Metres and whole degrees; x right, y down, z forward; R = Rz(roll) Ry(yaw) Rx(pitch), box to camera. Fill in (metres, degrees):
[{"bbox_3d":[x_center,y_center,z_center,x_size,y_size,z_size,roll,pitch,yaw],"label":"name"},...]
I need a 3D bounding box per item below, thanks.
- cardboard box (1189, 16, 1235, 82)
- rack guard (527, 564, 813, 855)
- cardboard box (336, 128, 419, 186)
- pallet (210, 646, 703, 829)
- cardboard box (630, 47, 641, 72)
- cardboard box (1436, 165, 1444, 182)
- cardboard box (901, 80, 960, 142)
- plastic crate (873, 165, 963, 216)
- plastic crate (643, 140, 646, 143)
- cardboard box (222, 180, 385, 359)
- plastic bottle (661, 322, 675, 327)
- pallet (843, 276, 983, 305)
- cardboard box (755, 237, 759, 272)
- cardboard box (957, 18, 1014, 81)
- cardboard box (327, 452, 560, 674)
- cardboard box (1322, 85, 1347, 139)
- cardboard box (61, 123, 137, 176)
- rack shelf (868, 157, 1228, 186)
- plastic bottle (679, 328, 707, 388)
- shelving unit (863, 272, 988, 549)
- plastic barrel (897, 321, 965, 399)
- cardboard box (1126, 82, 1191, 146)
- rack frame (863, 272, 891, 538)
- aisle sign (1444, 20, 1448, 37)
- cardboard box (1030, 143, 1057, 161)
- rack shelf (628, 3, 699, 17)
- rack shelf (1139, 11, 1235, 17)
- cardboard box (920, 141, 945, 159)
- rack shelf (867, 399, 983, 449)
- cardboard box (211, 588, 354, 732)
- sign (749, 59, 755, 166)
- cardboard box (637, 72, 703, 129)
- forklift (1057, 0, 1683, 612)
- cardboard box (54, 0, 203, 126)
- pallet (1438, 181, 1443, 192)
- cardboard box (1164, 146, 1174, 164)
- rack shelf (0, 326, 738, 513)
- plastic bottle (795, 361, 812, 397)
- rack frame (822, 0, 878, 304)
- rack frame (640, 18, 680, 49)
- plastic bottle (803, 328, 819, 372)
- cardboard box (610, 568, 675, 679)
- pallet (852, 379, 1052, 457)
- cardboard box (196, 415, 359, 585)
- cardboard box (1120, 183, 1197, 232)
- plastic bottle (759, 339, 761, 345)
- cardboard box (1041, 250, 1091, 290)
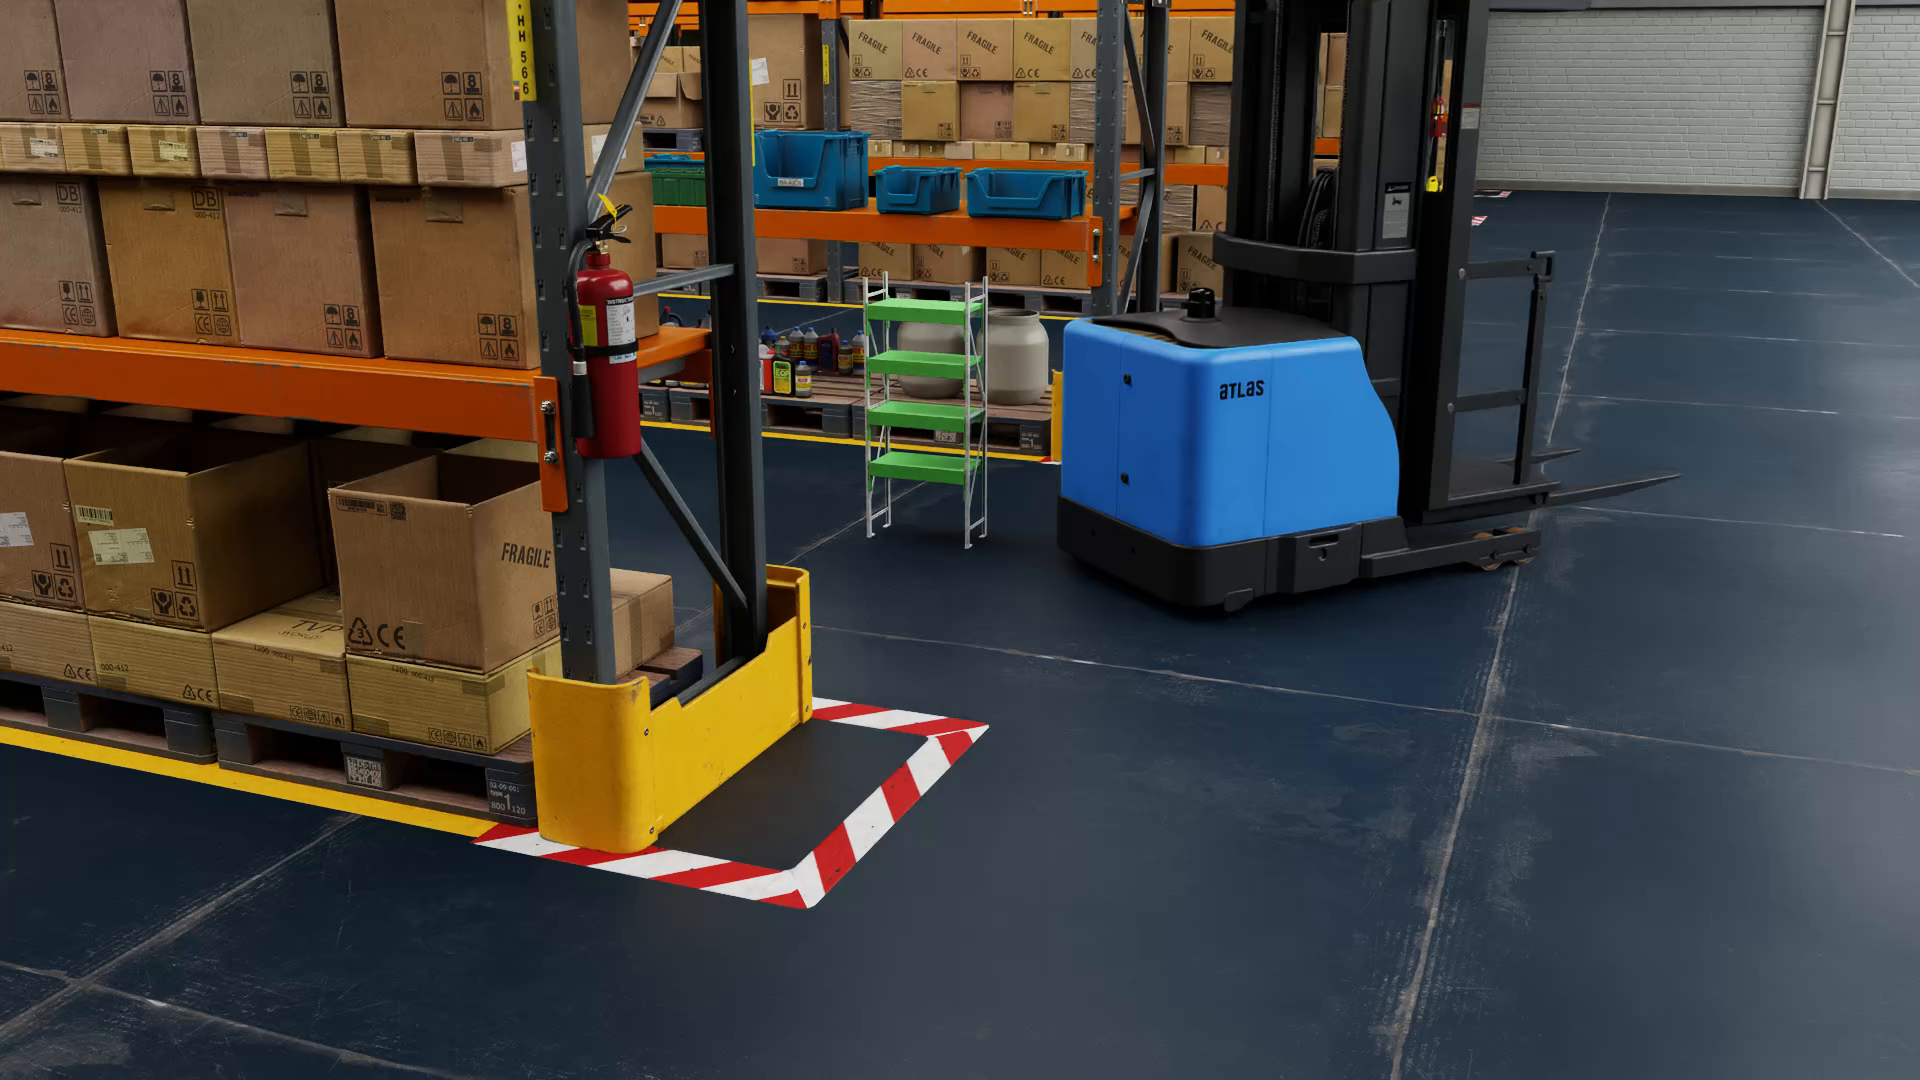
[{"bbox_3d":[2.159,-3.960,13.427,0.500,0.500,0.500,6,17,21],"label":"cardboard box"},{"bbox_3d":[-0.854,0.475,5.140,0.348,0.500,1.175,6,17,21],"label":"rack guard"},{"bbox_3d":[-1.546,-1.103,4.751,0.250,0.149,0.380,7,18,22],"label":"cardboard box"},{"bbox_3d":[-1.604,0.544,5.421,1.213,0.211,1.003,6,17,21],"label":"pallet"},{"bbox_3d":[-5.306,-7.599,26.497,0.500,0.500,0.500,6,17,20],"label":"cardboard box"},{"bbox_3d":[7.662,-6.002,27.146,0.500,0.250,0.500,6,17,21],"label":"cardboard box"},{"bbox_3d":[-0.111,-3.774,14.582,0.500,0.500,0.875,6,17,21],"label":"cardboard box"},{"bbox_3d":[-0.233,-1.982,9.388,0.408,0.251,0.499,6,17,21],"label":"plastic crate"},{"bbox_3d":[-2.337,-2.305,10.344,0.504,0.338,0.767,6,17,21],"label":"plastic crate"},{"bbox_3d":[-1.797,-0.879,5.143,0.500,0.500,0.700,7,18,22],"label":"cardboard box"},{"bbox_3d":[-1.924,-1.273,10.774,0.135,0.276,0.152,6,17,21],"label":"plastic bottle"},{"bbox_3d":[-0.322,-2.307,15.242,1.213,0.211,1.003,6,17,21],"label":"pallet"},{"bbox_3d":[-1.960,-2.839,15.766,0.500,0.500,0.700,6,17,20],"label":"cardboard box"},{"bbox_3d":[0.296,-4.163,14.126,0.500,0.500,0.500,6,17,21],"label":"cardboard box"},{"bbox_3d":[-1.485,0.053,4.944,0.500,0.500,0.500,6,17,21],"label":"cardboard box"},{"bbox_3d":[4.314,-4.671,18.114,0.550,0.550,0.875,6,17,21],"label":"cardboard box"},{"bbox_3d":[-2.507,-1.209,5.115,0.250,0.149,0.380,7,18,22],"label":"cardboard box"},{"bbox_3d":[0.901,-3.156,14.454,4.000,0.370,1.077,6,17,21],"label":"rack shelf"},{"bbox_3d":[-1.607,-1.107,10.070,0.185,0.351,0.144,6,17,20],"label":"plastic bottle"},{"bbox_3d":[-0.154,-0.593,7.565,0.503,1.200,0.258,6,17,21],"label":"shelving unit"},{"bbox_3d":[-0.162,-1.118,9.853,0.421,0.512,0.421,0,16,0],"label":"plastic barrel"},{"bbox_3d":[1.751,-3.571,13.881,0.500,0.500,0.875,6,17,21],"label":"cardboard box"},{"bbox_3d":[-0.381,-0.618,7.651,0.015,1.200,0.240,6,17,21],"label":"rack frame"},{"bbox_3d":[6.569,-7.189,22.395,0.004,0.787,0.394,6,17,21],"label":"aisle sign"},{"bbox_3d":[0.780,-3.321,14.185,0.250,0.149,0.380,6,17,21],"label":"cardboard box"},{"bbox_3d":[-4.627,-6.691,21.250,4.000,0.370,1.077,6,17,21],"label":"rack shelf"},{"bbox_3d":[4.537,-7.166,22.889,4.000,0.370,1.077,6,17,21],"label":"rack shelf"},{"bbox_3d":[-0.163,-3.415,14.506,0.250,0.149,0.380,6,17,21],"label":"cardboard box"},{"bbox_3d":[-0.154,-0.532,7.583,0.480,0.148,0.258,6,17,21],"label":"rack shelf"},{"bbox_3d":[-1.954,0.365,5.216,0.500,0.250,0.500,6,17,21],"label":"cardboard box"},{"bbox_3d":[-0.668,-1.325,5.162,0.005,0.325,0.100,6,17,21],"label":"sign"},{"bbox_3d":[-2.606,-4.110,15.514,0.637,0.503,0.797,8,18,26],"label":"cardboard box"},{"bbox_3d":[1.972,-1.393,7.215,3.031,2.935,1.130,-8,18,-27],"label":"forklift"},{"bbox_3d":[-2.316,-1.559,5.157,0.500,0.500,0.700,6,17,21],"label":"cardboard box"},{"bbox_3d":[7.489,-5.883,27.559,1.213,0.211,1.003,6,17,21],"label":"pallet"},{"bbox_3d":[1.710,-3.219,13.833,0.250,0.149,0.380,6,17,21],"label":"cardboard box"},{"bbox_3d":[-2.737,-0.587,5.605,4.000,0.370,1.077,6,17,21],"label":"rack shelf"},{"bbox_3d":[-0.925,-0.954,9.808,0.097,0.201,0.097,0,16,0],"label":"plastic bottle"},{"bbox_3d":[-0.960,-3.706,15.058,0.127,3.000,1.000,6,17,21],"label":"rack frame"},{"bbox_3d":[-4.765,-7.094,26.731,0.127,3.000,1.000,6,17,21],"label":"rack frame"},{"bbox_3d":[-0.947,-1.214,10.581,0.097,0.271,0.097,0,16,0],"label":"plastic bottle"},{"bbox_3d":[-1.294,0.279,5.513,0.500,0.250,0.500,6,17,21],"label":"cardboard box"},{"bbox_3d":[0.102,-0.753,9.889,1.213,0.211,1.003,6,17,21],"label":"pallet"},{"bbox_3d":[-2.230,-0.180,5.747,0.500,0.500,0.500,6,17,21],"label":"cardboard box"},{"bbox_3d":[2.354,-3.989,19.093,0.875,0.875,0.875,6,17,21],"label":"cardboard box"},{"bbox_3d":[-1.323,-1.222,10.734,0.097,0.201,0.097,0,16,0],"label":"plastic bottle"},{"bbox_3d":[1.043,-2.487,14.591,0.500,0.500,0.500,8,18,26],"label":"cardboard box"}]
